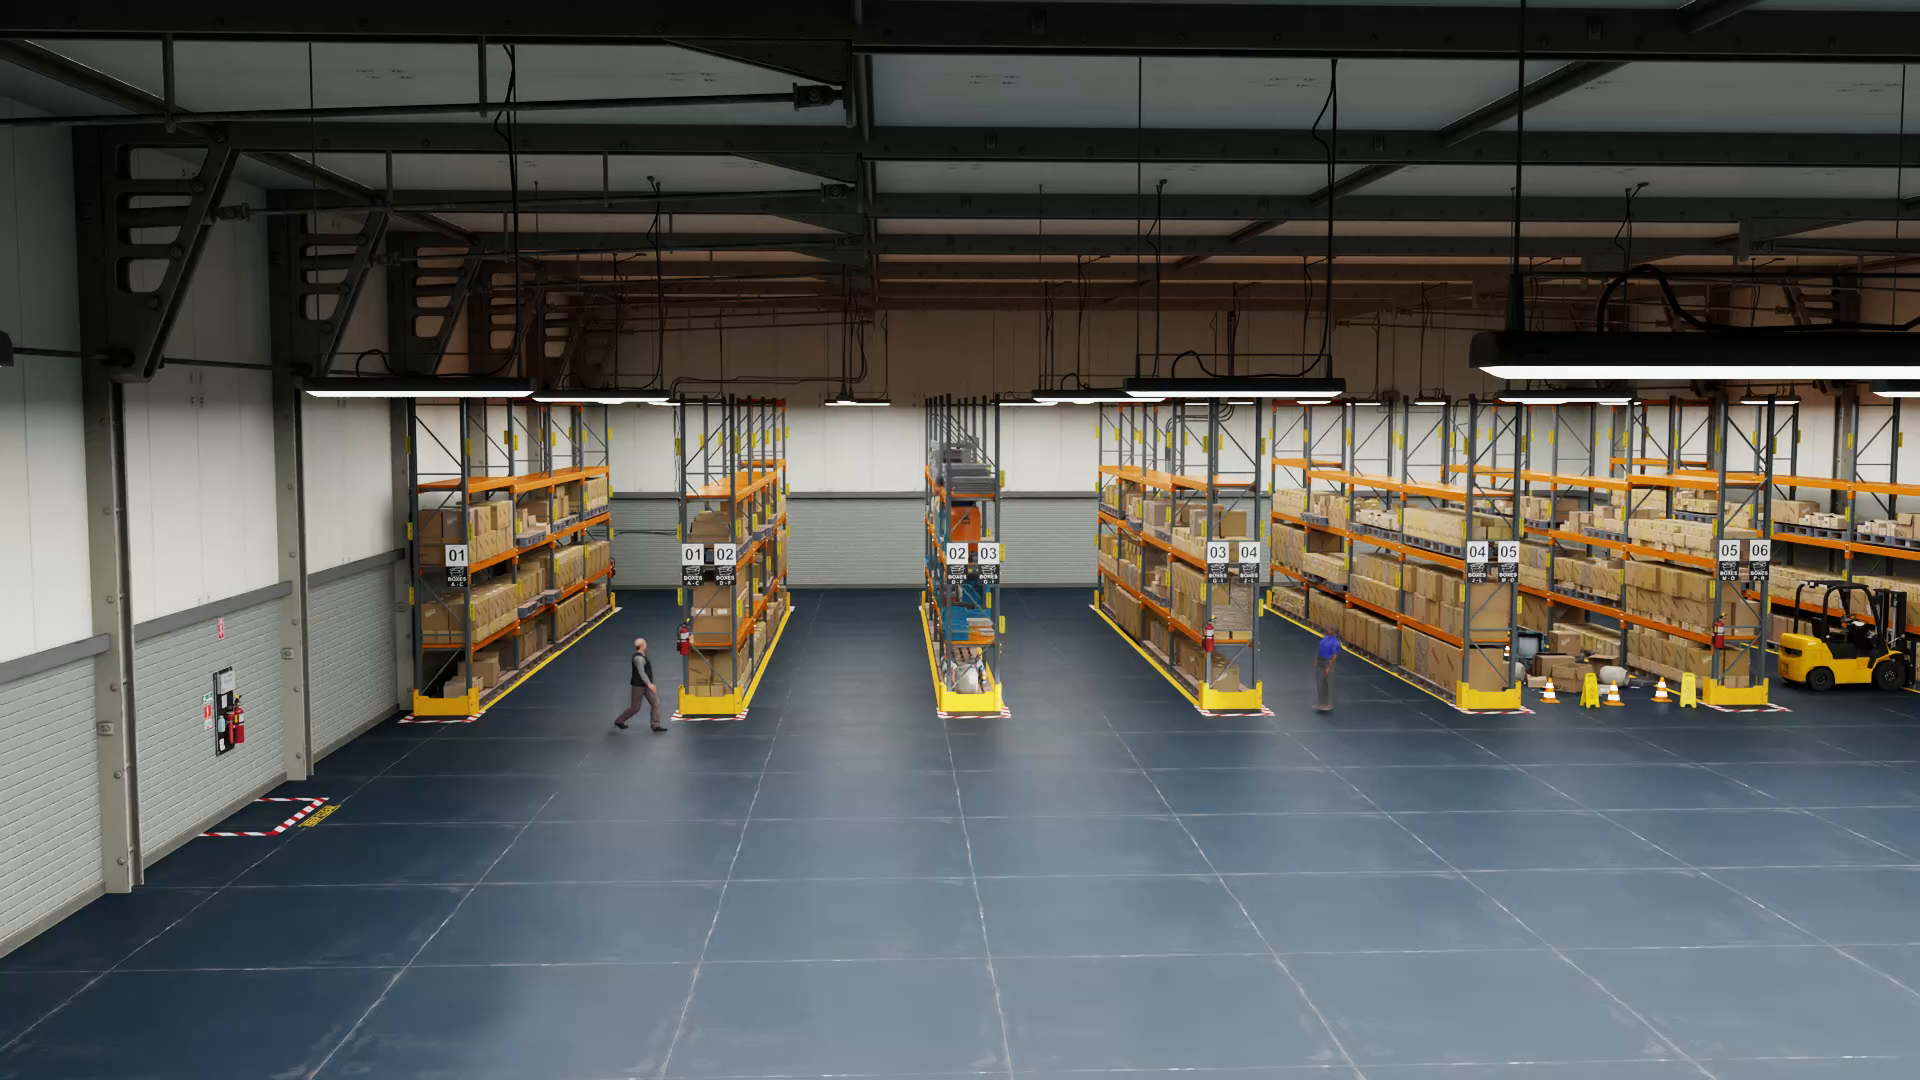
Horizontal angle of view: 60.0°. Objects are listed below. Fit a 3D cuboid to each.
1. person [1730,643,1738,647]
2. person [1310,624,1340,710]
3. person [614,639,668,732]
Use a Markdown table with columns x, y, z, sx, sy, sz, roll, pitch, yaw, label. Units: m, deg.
| x | y | z | sx | sy | sz | roll | pitch | yaw | label |
| --- | --- | --- | --- | --- | --- | --- | --- | --- | --- |
| 16.944 | 2.059 | 36.360 | 0.363 | 1.603 | 0.457 | 2 | 5 | 28 | person |
| 6.919 | 2.412 | 31.653 | 0.401 | 1.667 | 0.588 | -4 | 6 | -40 | person |
| -5.644 | 2.573 | 29.337 | 0.956 | 1.675 | 0.486 | 1 | 5 | 16 | person |
